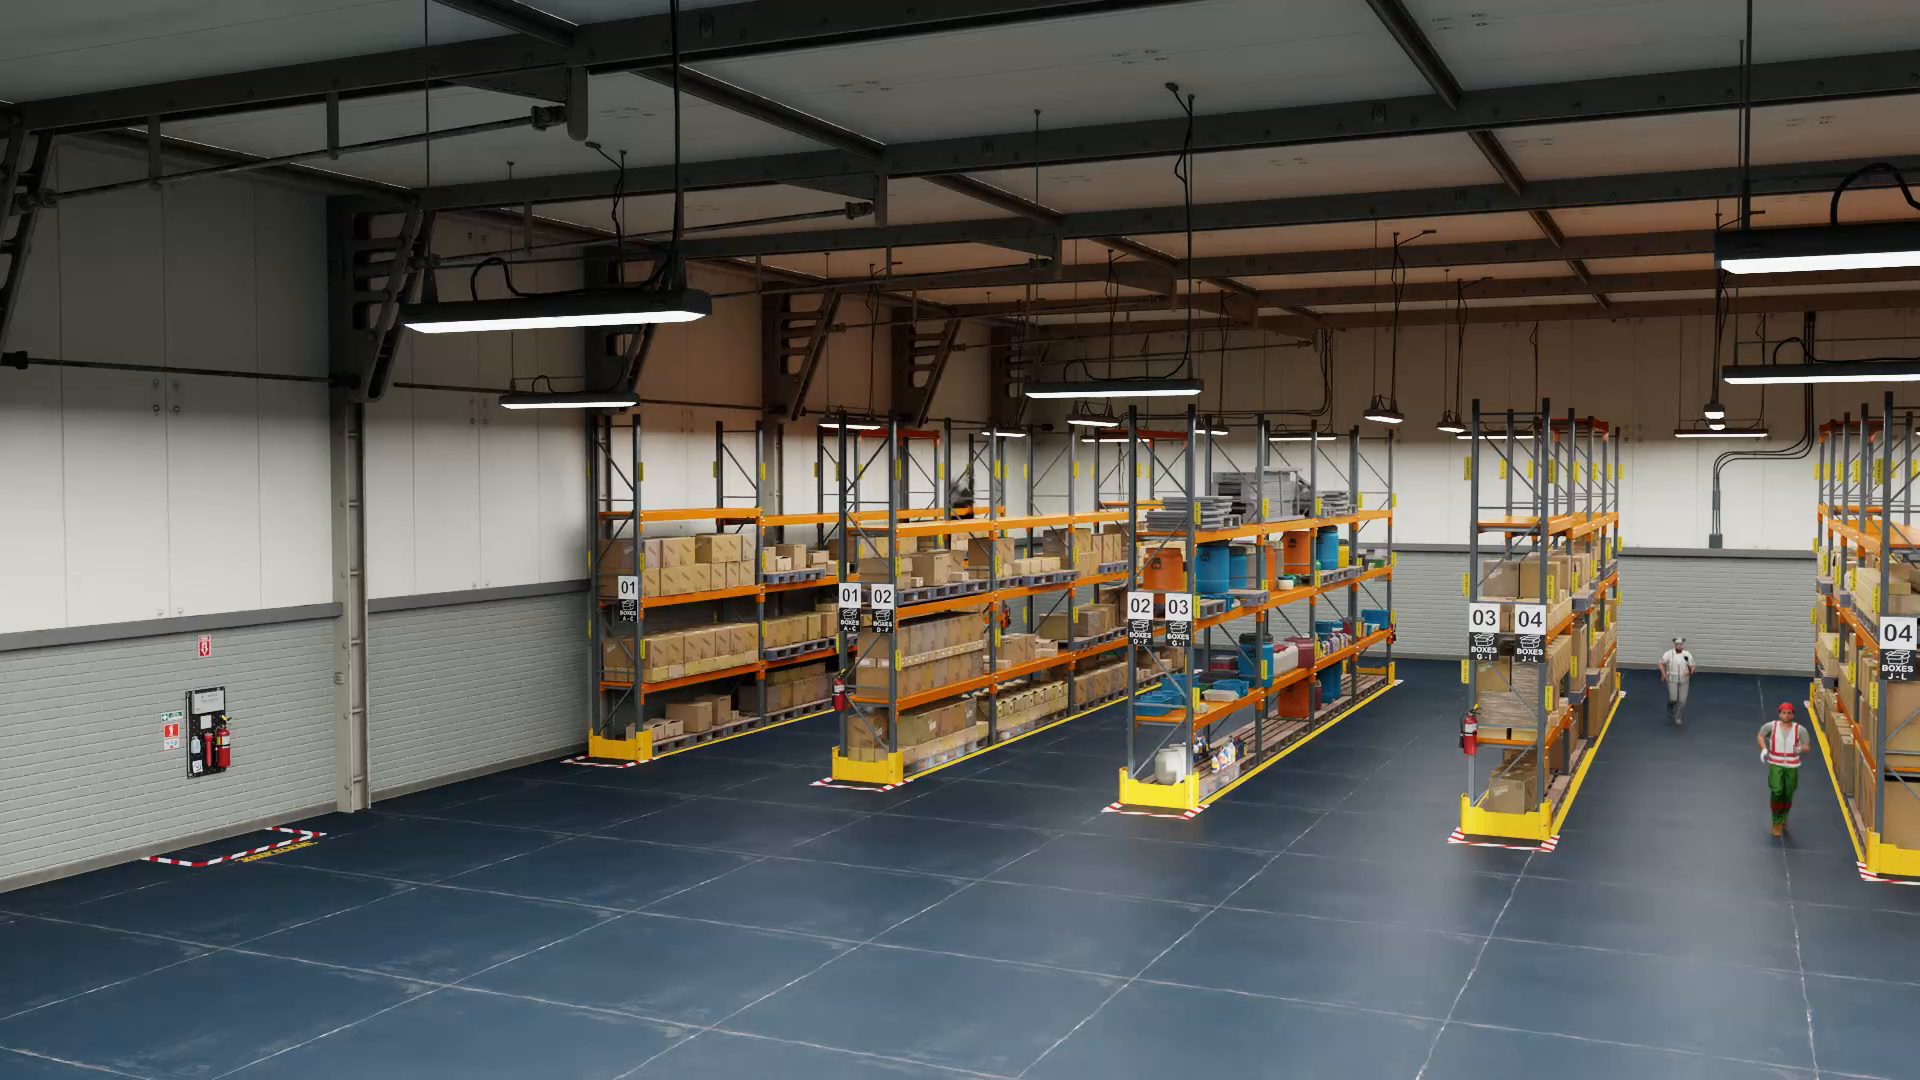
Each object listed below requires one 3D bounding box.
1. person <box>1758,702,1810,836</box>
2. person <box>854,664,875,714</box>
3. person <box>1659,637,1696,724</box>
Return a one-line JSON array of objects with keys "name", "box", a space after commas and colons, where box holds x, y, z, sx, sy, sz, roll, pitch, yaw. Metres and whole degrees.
[{"name": "person", "box": [11.415, 3.165, 23.028, 0.631, 1.846, 0.784, 1, 2, 19]}, {"name": "person", "box": [-1.777, 2.834, 31.623, 0.620, 1.700, 0.740, 1, 2, 14]}, {"name": "person", "box": [14.211, 2.779, 32.914, 0.658, 1.739, 0.591, 1, 2, 16]}]
